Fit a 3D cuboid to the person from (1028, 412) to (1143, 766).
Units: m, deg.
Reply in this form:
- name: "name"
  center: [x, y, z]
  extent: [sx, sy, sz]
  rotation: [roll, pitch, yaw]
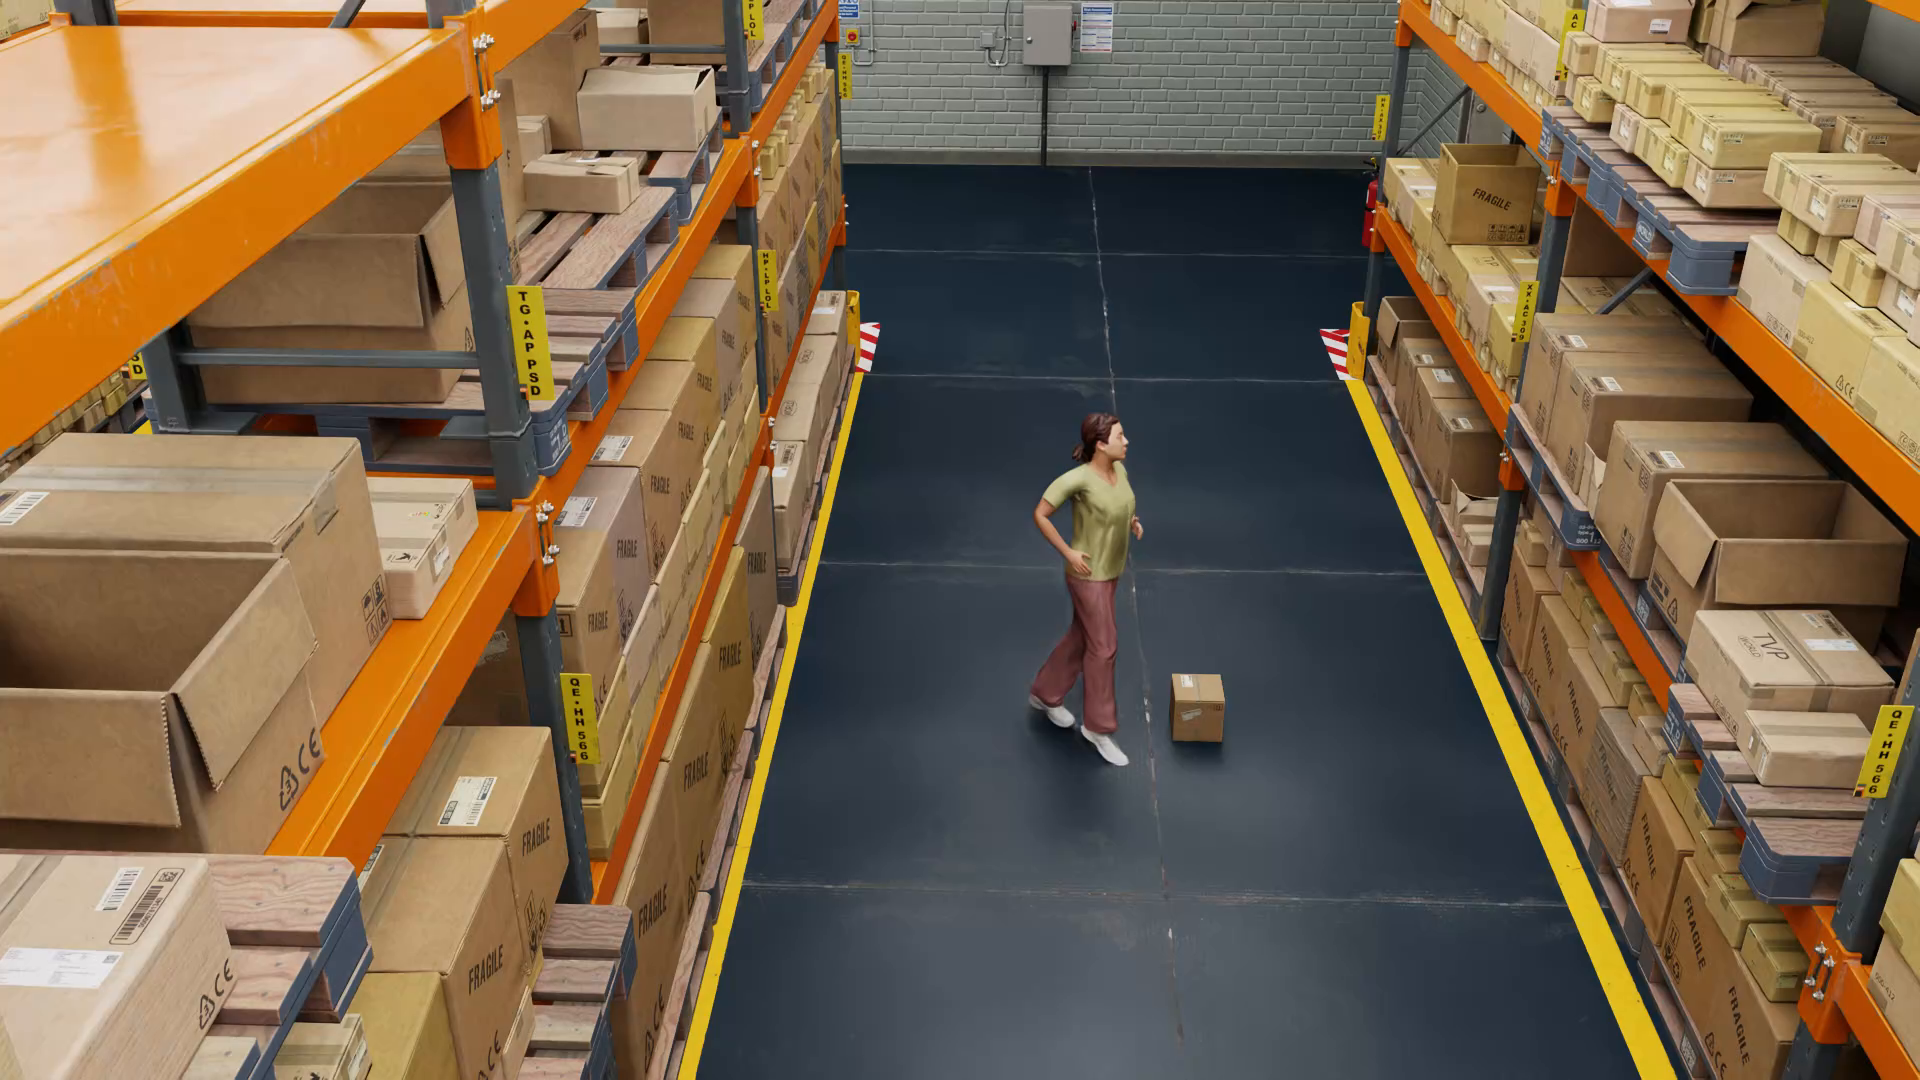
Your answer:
- name: "person"
  center: [0.713, 0.305, 8.337]
  extent: [0.665, 1.442, 0.653]
  rotation: [17, 32, 29]
